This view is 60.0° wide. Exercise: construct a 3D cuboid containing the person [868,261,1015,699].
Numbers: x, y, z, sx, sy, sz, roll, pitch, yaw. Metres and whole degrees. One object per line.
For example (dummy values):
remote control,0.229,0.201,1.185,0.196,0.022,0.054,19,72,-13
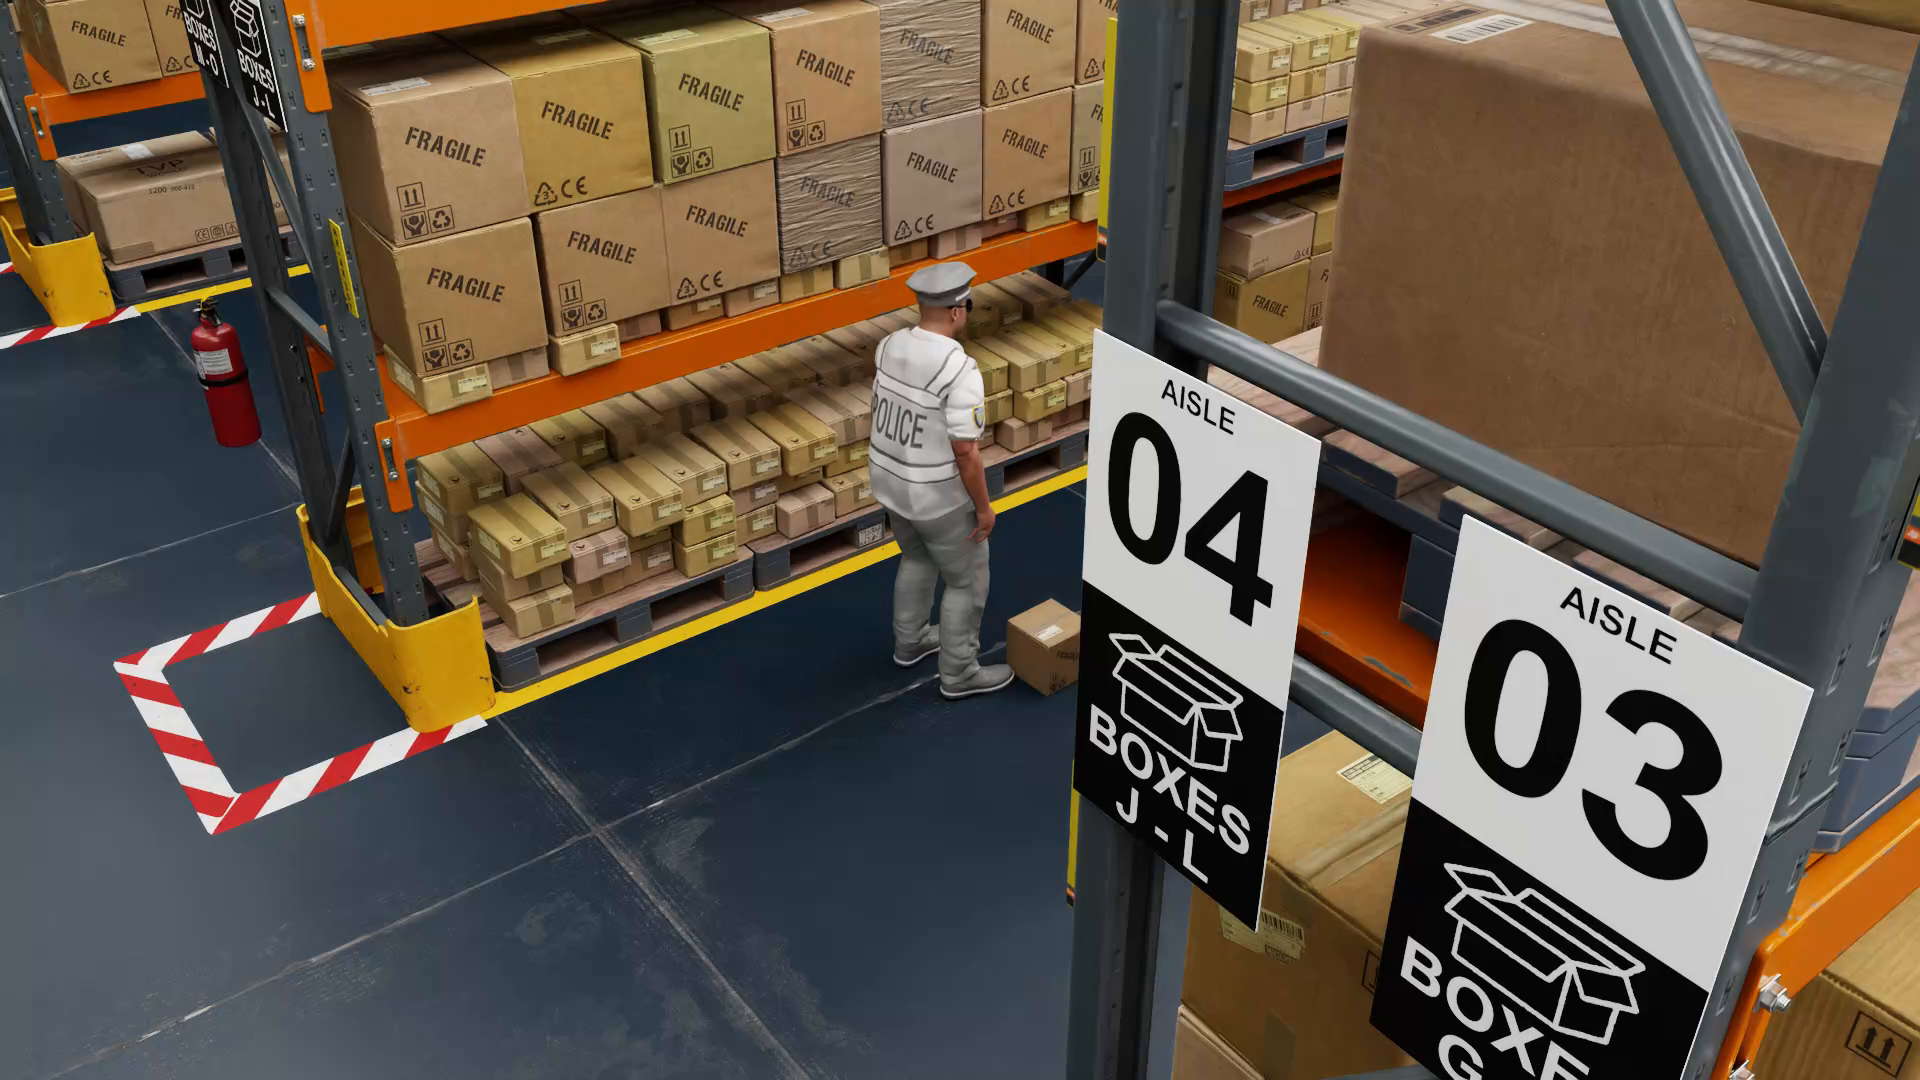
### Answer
person,-0.106,-0.203,6.456,0.440,1.746,0.595,-25,40,-34
